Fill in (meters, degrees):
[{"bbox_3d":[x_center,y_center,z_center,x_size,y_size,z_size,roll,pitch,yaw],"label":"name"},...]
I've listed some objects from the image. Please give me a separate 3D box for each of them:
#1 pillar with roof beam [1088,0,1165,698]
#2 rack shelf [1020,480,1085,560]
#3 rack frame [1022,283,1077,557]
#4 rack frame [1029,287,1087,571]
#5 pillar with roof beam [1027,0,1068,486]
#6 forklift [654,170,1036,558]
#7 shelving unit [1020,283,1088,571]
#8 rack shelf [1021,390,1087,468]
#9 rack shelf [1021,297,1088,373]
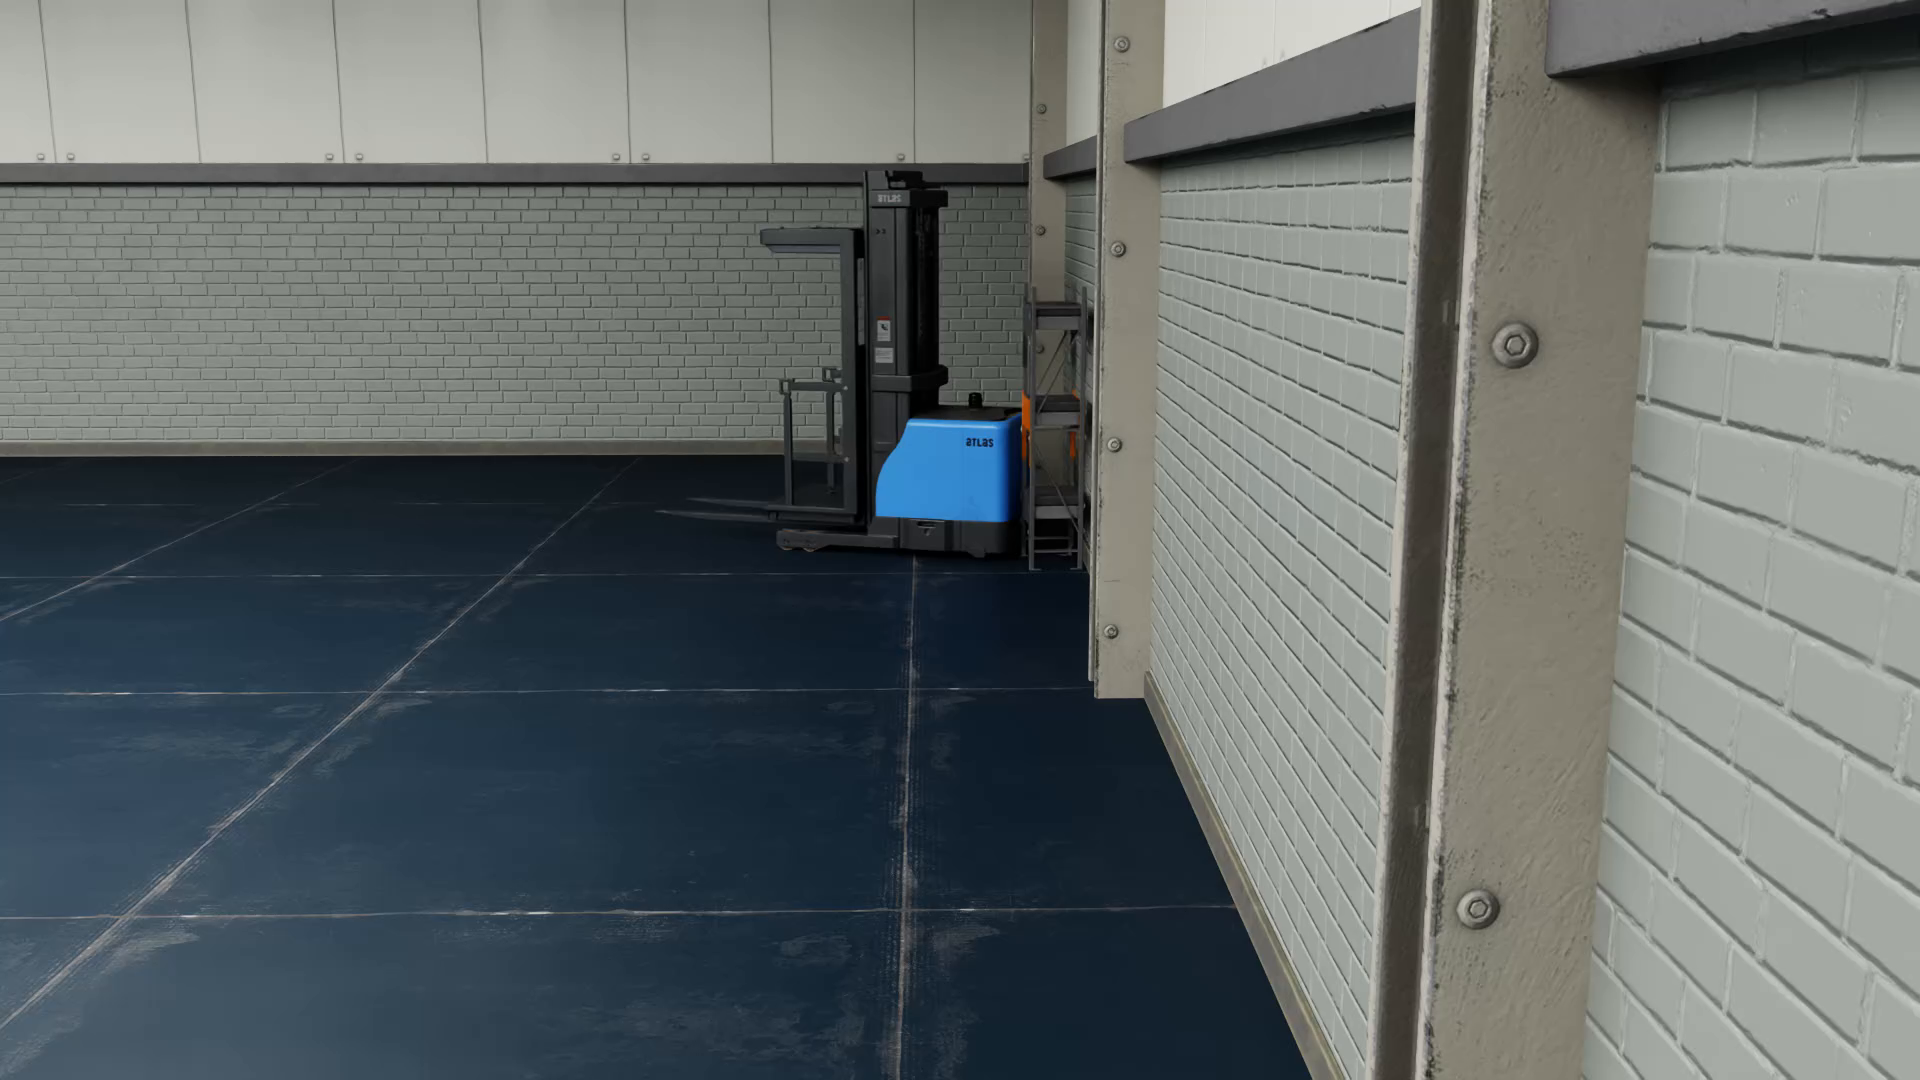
[{"bbox_3d":[-3.403,-3.554,8.446,9.100,9.000,0.400,0,11,-1],"label":"pillar with roof beam"},{"bbox_3d":[0.698,-0.154,12.626,0.431,0.518,0.480,-1,12,-5],"label":"rack shelf"},{"bbox_3d":[0.678,-0.902,12.722,0.400,2.100,0.015,-1,12,-5],"label":"rack frame"},{"bbox_3d":[0.718,-0.805,12.245,0.400,2.100,0.015,-1,12,-5],"label":"rack frame"},{"bbox_3d":[-3.527,-4.747,14.325,9.100,9.000,0.400,0,11,-1],"label":"pillar with roof beam"},{"bbox_3d":[-0.957,-1.438,13.277,3.031,2.935,1.130,3,12,15],"label":"forklift"},{"bbox_3d":[0.698,-0.853,12.484,0.431,2.100,0.503,-1,12,-5],"label":"shelving unit"},{"bbox_3d":[0.698,-0.840,12.486,0.431,0.518,0.480,-1,12,-5],"label":"rack shelf"},{"bbox_3d":[0.698,-1.526,12.347,0.431,0.518,0.480,-1,12,-5],"label":"rack shelf"}]
